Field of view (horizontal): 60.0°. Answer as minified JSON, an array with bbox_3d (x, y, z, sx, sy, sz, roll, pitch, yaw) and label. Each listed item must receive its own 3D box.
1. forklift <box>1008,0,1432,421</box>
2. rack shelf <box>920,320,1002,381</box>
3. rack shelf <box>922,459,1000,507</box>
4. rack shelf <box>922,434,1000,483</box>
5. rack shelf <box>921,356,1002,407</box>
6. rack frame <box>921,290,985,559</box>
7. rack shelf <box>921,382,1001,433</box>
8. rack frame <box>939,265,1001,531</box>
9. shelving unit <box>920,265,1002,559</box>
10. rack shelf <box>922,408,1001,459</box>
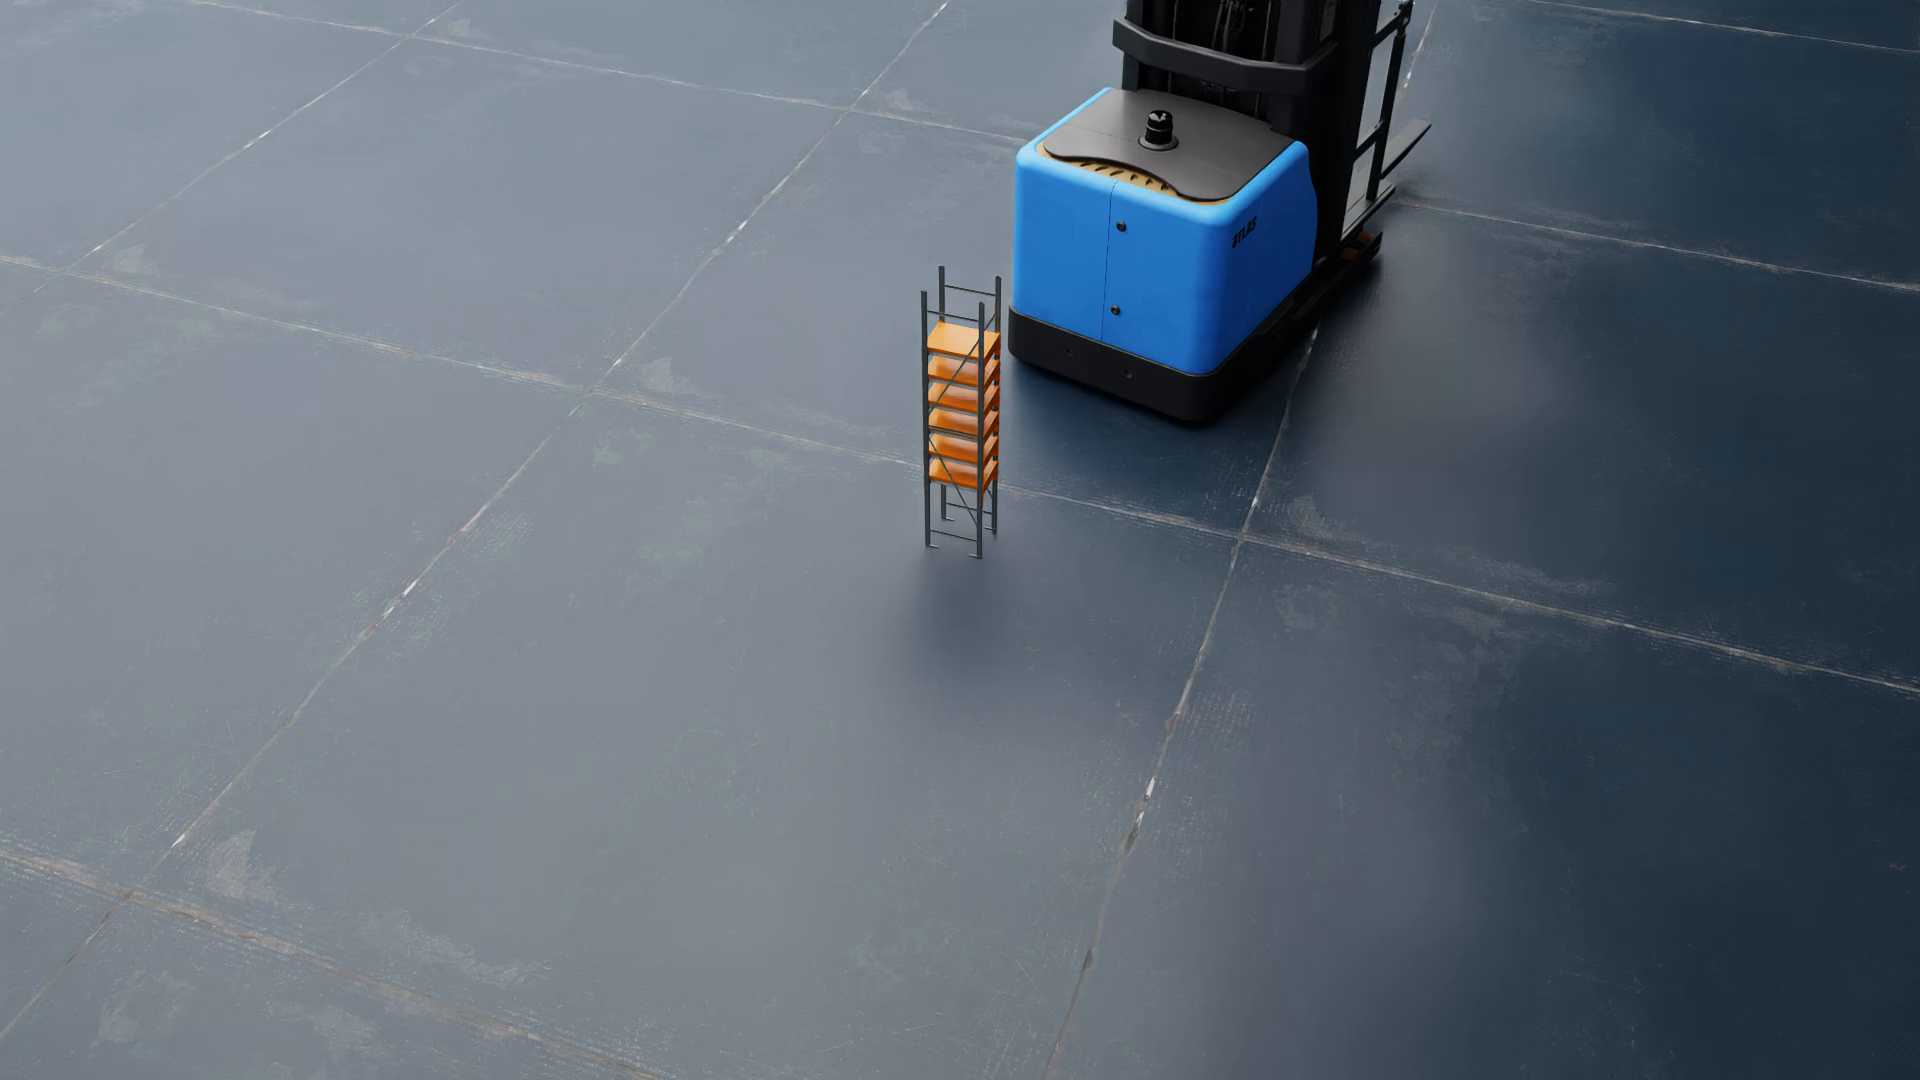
[{"bbox_3d":[1.461,-2.554,7.486,1.130,2.935,3.031,24,46,25],"label":"forklift"},{"bbox_3d":[0.005,-0.705,6.166,0.258,0.103,0.180,13,42,15],"label":"rack shelf"},{"bbox_3d":[0.005,-0.249,6.556,0.258,0.103,0.180,13,42,15],"label":"rack shelf"},{"bbox_3d":[0.005,-0.340,6.478,0.258,0.103,0.180,13,42,15],"label":"rack shelf"},{"bbox_3d":[0.005,-0.614,6.244,0.258,0.103,0.180,13,42,15],"label":"rack shelf"},{"bbox_3d":[-0.026,-0.409,6.306,0.240,1.200,0.006,13,42,15],"label":"rack frame"},{"bbox_3d":[0.005,-0.523,6.322,0.258,0.103,0.180,13,42,15],"label":"rack shelf"},{"bbox_3d":[0.036,-0.521,6.436,0.240,1.200,0.006,13,42,15],"label":"rack frame"},{"bbox_3d":[0.005,-0.465,6.371,0.258,1.200,0.189,13,42,15],"label":"shelving unit"},{"bbox_3d":[0.005,-0.431,6.400,0.258,0.103,0.180,13,42,15],"label":"rack shelf"}]
